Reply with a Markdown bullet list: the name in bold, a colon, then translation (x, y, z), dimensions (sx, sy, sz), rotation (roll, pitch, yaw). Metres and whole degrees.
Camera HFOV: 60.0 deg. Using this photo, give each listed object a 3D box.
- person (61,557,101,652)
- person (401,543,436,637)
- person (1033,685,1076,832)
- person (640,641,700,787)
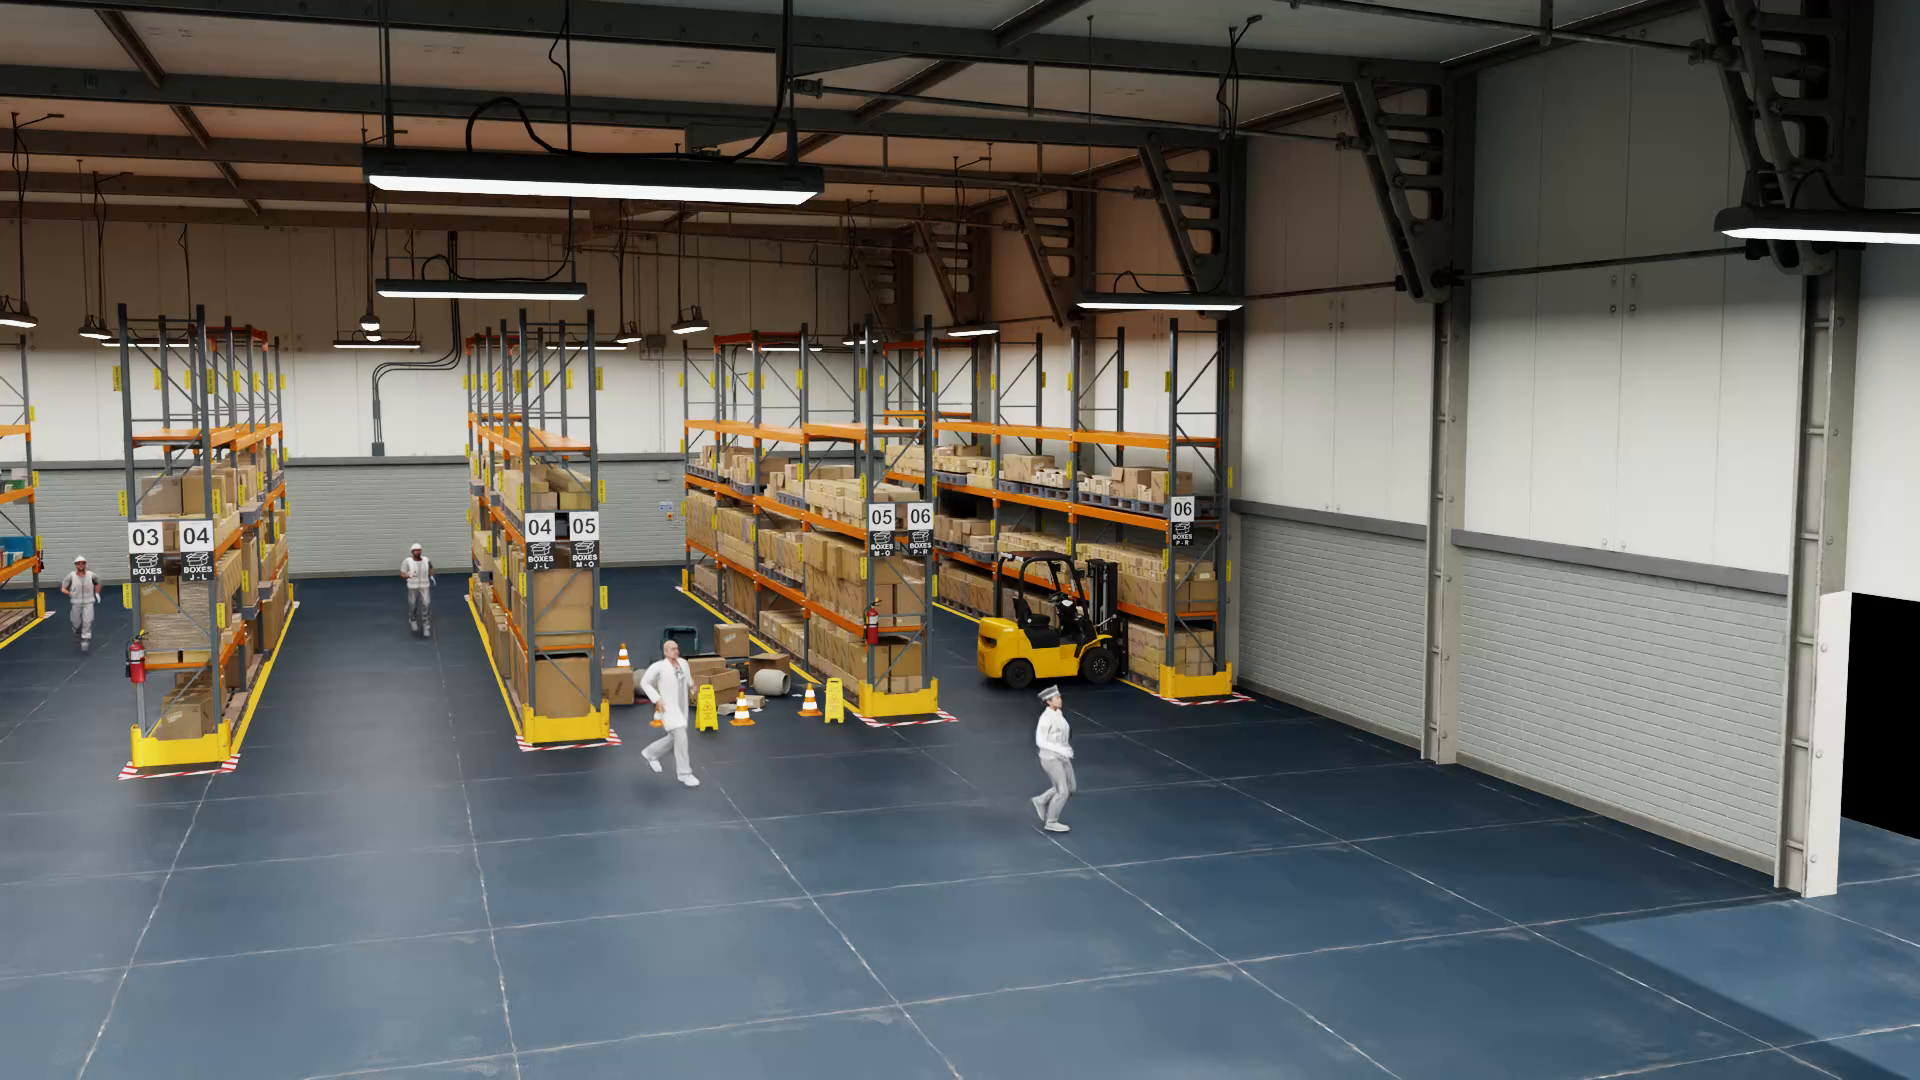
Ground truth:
- **person**: translation (-16.368, 1.183, 31.002), dimensions (0.663, 1.757, 0.782), rotation (-3, 6, -32)
- **person**: translation (-10.713, 0.968, 32.905), dimensions (0.677, 1.810, 0.928), rotation (-3, 6, -26)
- **person**: translation (1.049, 2.427, 18.537), dimensions (0.571, 1.643, 0.612), rotation (2, 6, 24)
- **person**: translation (-3.620, 2.142, 20.880), dimensions (0.972, 1.792, 0.693), rotation (4, 7, 34)
